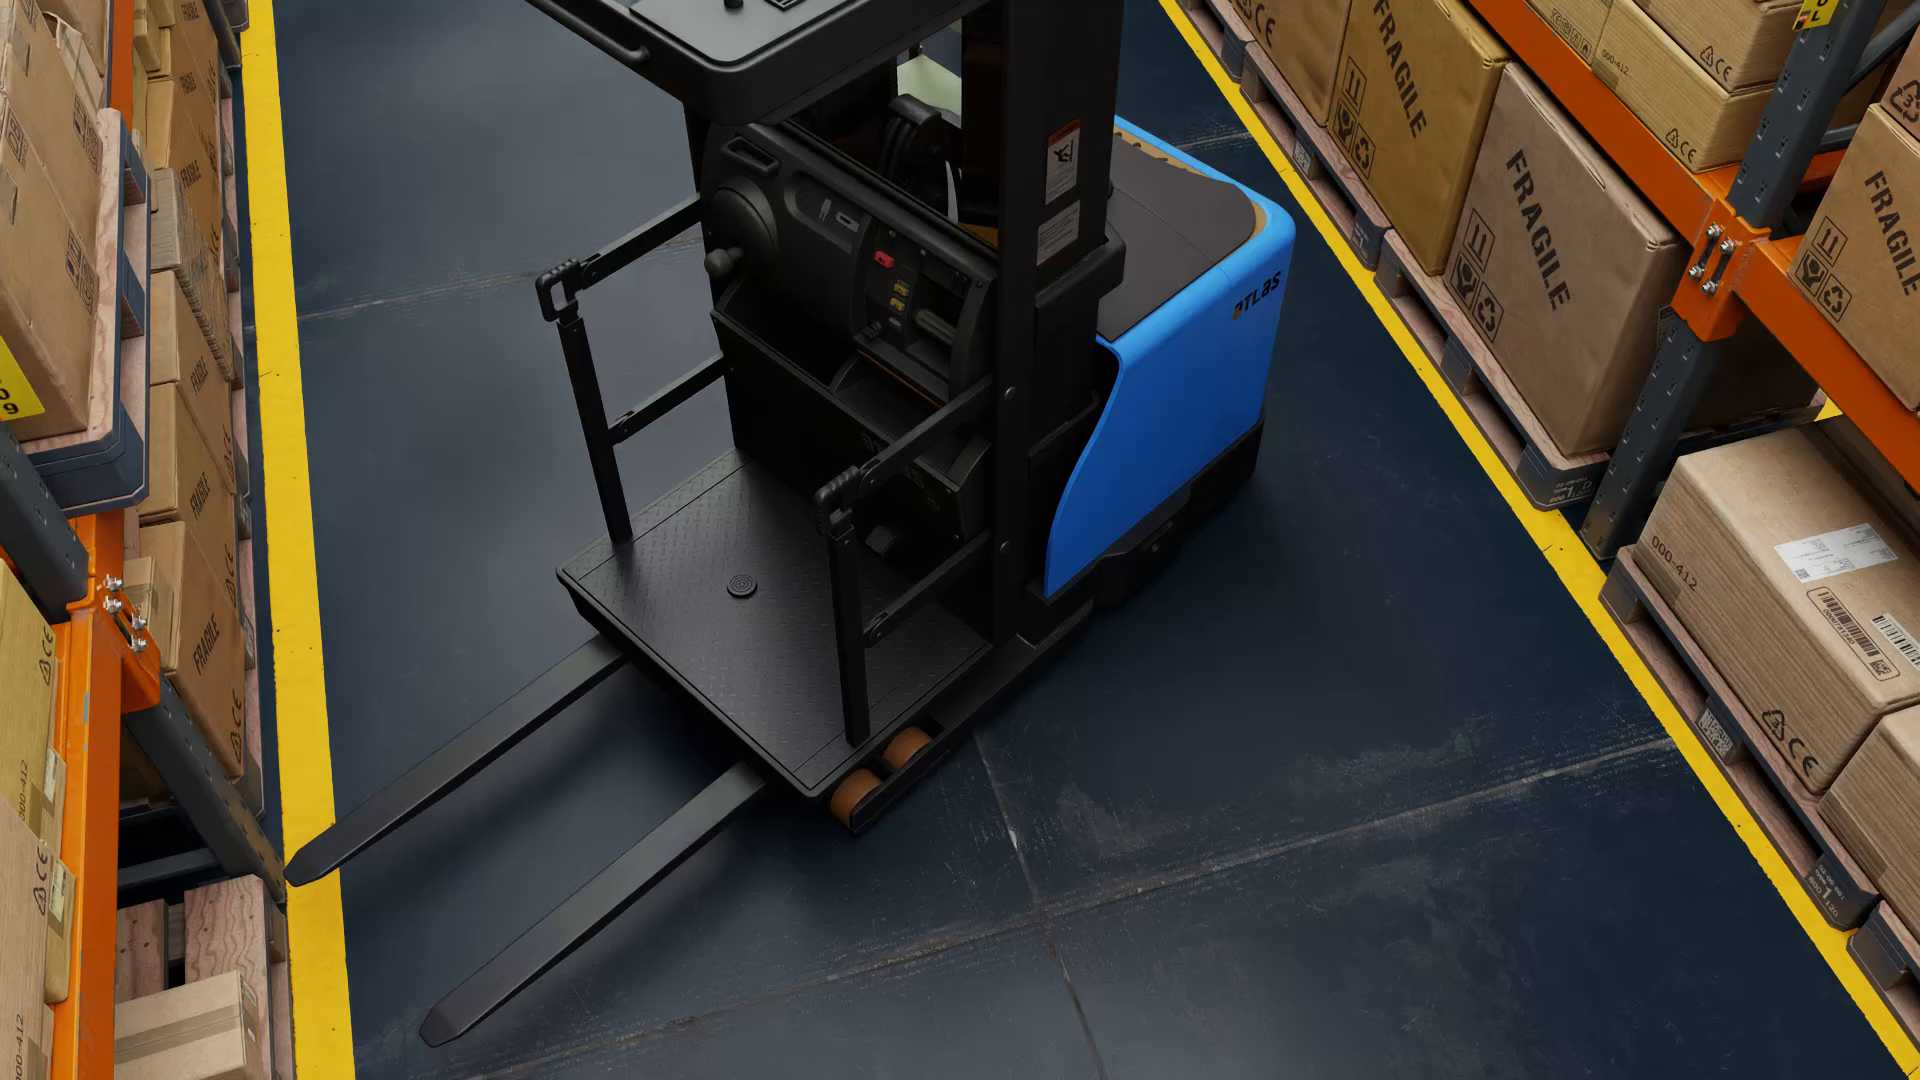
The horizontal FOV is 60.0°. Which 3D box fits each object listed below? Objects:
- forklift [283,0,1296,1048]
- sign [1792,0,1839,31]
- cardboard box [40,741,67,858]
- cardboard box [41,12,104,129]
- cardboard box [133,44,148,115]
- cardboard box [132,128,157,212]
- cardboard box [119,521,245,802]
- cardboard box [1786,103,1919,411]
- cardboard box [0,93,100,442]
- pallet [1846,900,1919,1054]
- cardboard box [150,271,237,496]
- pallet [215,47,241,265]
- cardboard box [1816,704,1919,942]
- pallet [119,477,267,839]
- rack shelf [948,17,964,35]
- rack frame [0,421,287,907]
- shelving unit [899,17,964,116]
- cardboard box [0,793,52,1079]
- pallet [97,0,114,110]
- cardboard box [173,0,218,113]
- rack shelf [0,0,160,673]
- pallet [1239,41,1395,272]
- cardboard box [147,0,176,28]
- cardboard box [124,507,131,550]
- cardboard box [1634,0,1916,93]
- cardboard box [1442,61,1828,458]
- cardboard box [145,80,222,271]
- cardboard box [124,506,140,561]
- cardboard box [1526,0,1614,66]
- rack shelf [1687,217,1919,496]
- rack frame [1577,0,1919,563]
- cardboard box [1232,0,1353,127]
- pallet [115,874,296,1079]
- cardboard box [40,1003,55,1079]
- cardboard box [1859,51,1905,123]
[{"bbox_3d":[-0.436,-0.603,3.841,1.130,2.935,3.031,37,59,27],"label":"forklift"},{"bbox_3d":[1.935,-1.271,3.654,0.100,0.325,0.005,-13,51,-11],"label":"sign"},{"bbox_3d":[-1.857,0.514,3.019,0.380,0.149,0.250,-12,51,-10],"label":"cardboard box"},{"bbox_3d":[-2.335,-1.122,4.047,0.396,0.266,0.258,-11,51,-9],"label":"cardboard box"},{"bbox_3d":[-2.904,-1.487,5.478,0.380,0.149,0.250,-12,51,-10],"label":"cardboard box"},{"bbox_3d":[-2.720,-1.110,5.160,0.380,0.149,0.250,-16,52,-13],"label":"cardboard box"},{"bbox_3d":[-2.218,0.338,4.364,0.500,0.500,0.500,-11,51,-9],"label":"cardboard box"},{"bbox_3d":[2.339,-0.684,3.799,0.500,0.500,0.500,-12,51,-10],"label":"cardboard box"},{"bbox_3d":[-2.220,-0.500,3.369,0.700,0.500,0.500,-12,51,-10],"label":"cardboard box"},{"bbox_3d":[2.965,1.311,4.007,1.003,0.211,1.213,-13,51,-11],"label":"pallet"},{"bbox_3d":[-2.529,-0.414,4.998,0.500,0.500,0.500,-15,51,-12],"label":"cardboard box"},{"bbox_3d":[-3.289,-1.397,6.290,1.003,0.211,1.213,-13,51,-11],"label":"pallet"},{"bbox_3d":[2.799,0.774,4.037,0.875,0.438,0.875,-15,51,-12],"label":"cardboard box"},{"bbox_3d":[-2.567,0.385,4.788,1.003,0.211,1.213,-13,51,-11],"label":"pallet"},{"bbox_3d":[-0.046,-1.806,5.281,0.431,0.370,0.720,-35,58,-26],"label":"rack shelf"},{"bbox_3d":[-2.290,0.072,3.228,1.000,3.000,0.127,-13,51,-11],"label":"rack frame"},{"bbox_3d":[-0.046,-1.555,5.580,0.431,1.500,0.755,-35,58,-26],"label":"shelving unit"},{"bbox_3d":[-1.744,0.703,2.599,0.500,0.250,0.500,-13,51,-11],"label":"cardboard box"},{"bbox_3d":[-2.894,-1.369,4.568,1.003,0.211,1.213,-13,51,-11],"label":"pallet"},{"bbox_3d":[-3.143,-1.919,6.266,0.500,0.500,0.500,-12,51,-10],"label":"cardboard box"},{"bbox_3d":[-2.882,-1.157,4.734,1.077,0.370,4.000,-13,51,-11],"label":"rack shelf"},{"bbox_3d":[1.786,-1.594,6.456,1.003,0.211,1.213,-13,51,-11],"label":"pallet"},{"bbox_3d":[-2.975,-1.893,5.820,0.380,0.149,0.250,-16,52,-13],"label":"cardboard box"},{"bbox_3d":[-2.265,-0.064,4.084,0.380,0.149,0.250,-16,52,-13],"label":"cardboard box"},{"bbox_3d":[2.088,-1.433,4.268,0.500,0.250,0.500,-13,51,-11],"label":"cardboard box"},{"bbox_3d":[2.191,-0.939,5.194,0.875,0.875,0.875,-12,51,-10],"label":"cardboard box"},{"bbox_3d":[-2.847,-1.170,5.635,0.500,0.500,0.500,-11,51,-9],"label":"cardboard box"},{"bbox_3d":[-2.298,0.026,4.202,0.380,0.149,0.250,-15,51,-12],"label":"cardboard box"},{"bbox_3d":[1.927,-1.648,4.775,0.500,0.250,0.500,-14,51,-11],"label":"cardboard box"},{"bbox_3d":[3.042,0.639,3.220,1.077,0.370,4.000,-13,51,-11],"label":"rack shelf"},{"bbox_3d":[2.450,-1.053,4.176,1.000,3.000,0.127,-13,51,-11],"label":"rack frame"},{"bbox_3d":[1.652,-2.250,6.300,0.875,0.875,0.875,-13,51,-11],"label":"cardboard box"},{"bbox_3d":[-2.088,1.472,3.871,1.003,0.211,1.213,-13,51,-11],"label":"pallet"},{"bbox_3d":[-1.705,0.896,2.697,0.380,0.149,0.250,-12,51,-10],"label":"cardboard box"},{"bbox_3d":[2.572,-1.386,4.555,0.500,0.250,0.500,-14,51,-12],"label":"cardboard box"}]
